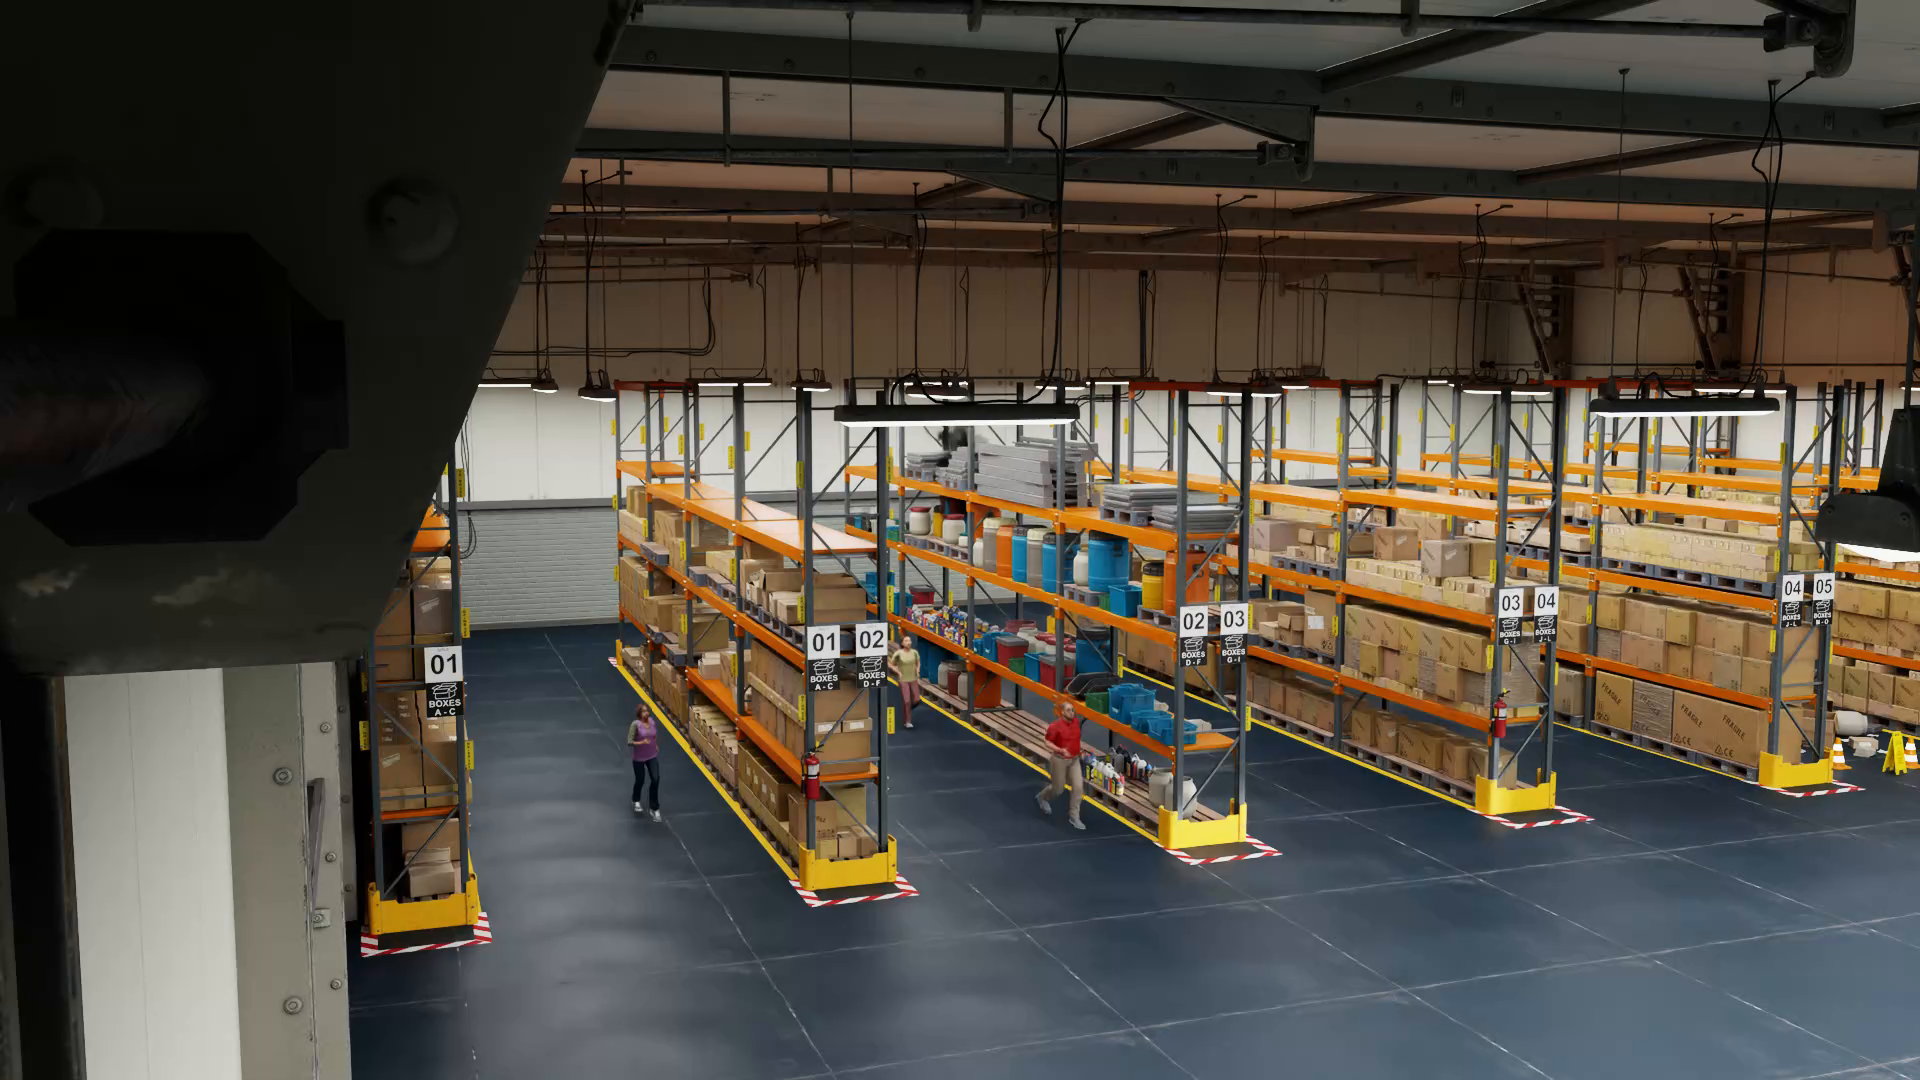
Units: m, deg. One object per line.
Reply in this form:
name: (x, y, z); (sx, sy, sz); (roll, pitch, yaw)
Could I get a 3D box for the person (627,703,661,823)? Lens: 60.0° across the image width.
person: (-4.409, 3.077, 23.200); (0.524, 1.629, 0.719); (-4, 7, -31)

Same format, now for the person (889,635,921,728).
person: (-0.941, 2.454, 29.073); (0.578, 1.614, 0.569); (-2, 6, -20)

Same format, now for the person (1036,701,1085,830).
person: (1.431, 3.065, 22.926); (0.648, 1.729, 0.871); (-4, 7, -31)
